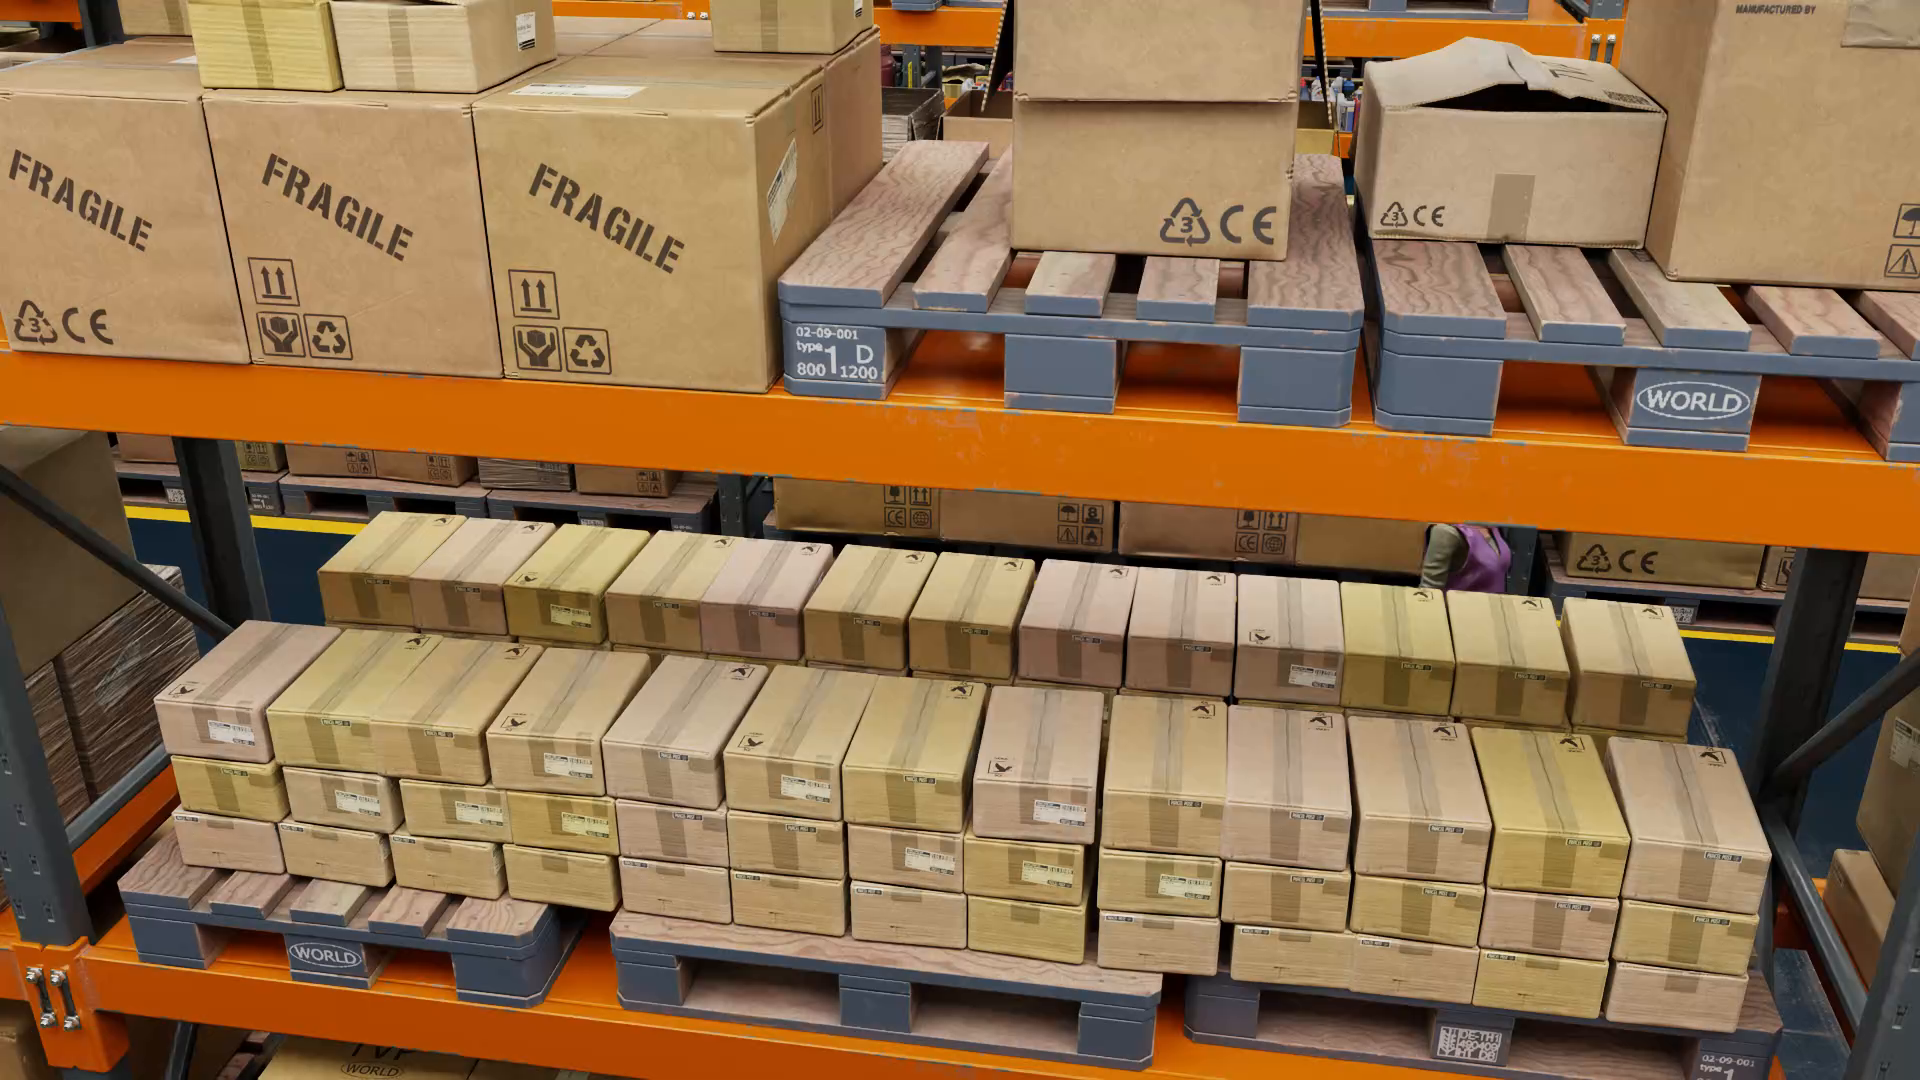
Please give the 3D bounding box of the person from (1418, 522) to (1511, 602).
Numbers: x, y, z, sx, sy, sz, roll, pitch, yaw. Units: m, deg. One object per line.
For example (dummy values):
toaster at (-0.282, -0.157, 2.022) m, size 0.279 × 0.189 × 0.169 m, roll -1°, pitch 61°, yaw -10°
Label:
person at (1.860, 0.416, 6.252) m, size 0.519 × 1.648 × 0.454 m, roll 15°, pitch 29°, yaw 29°
